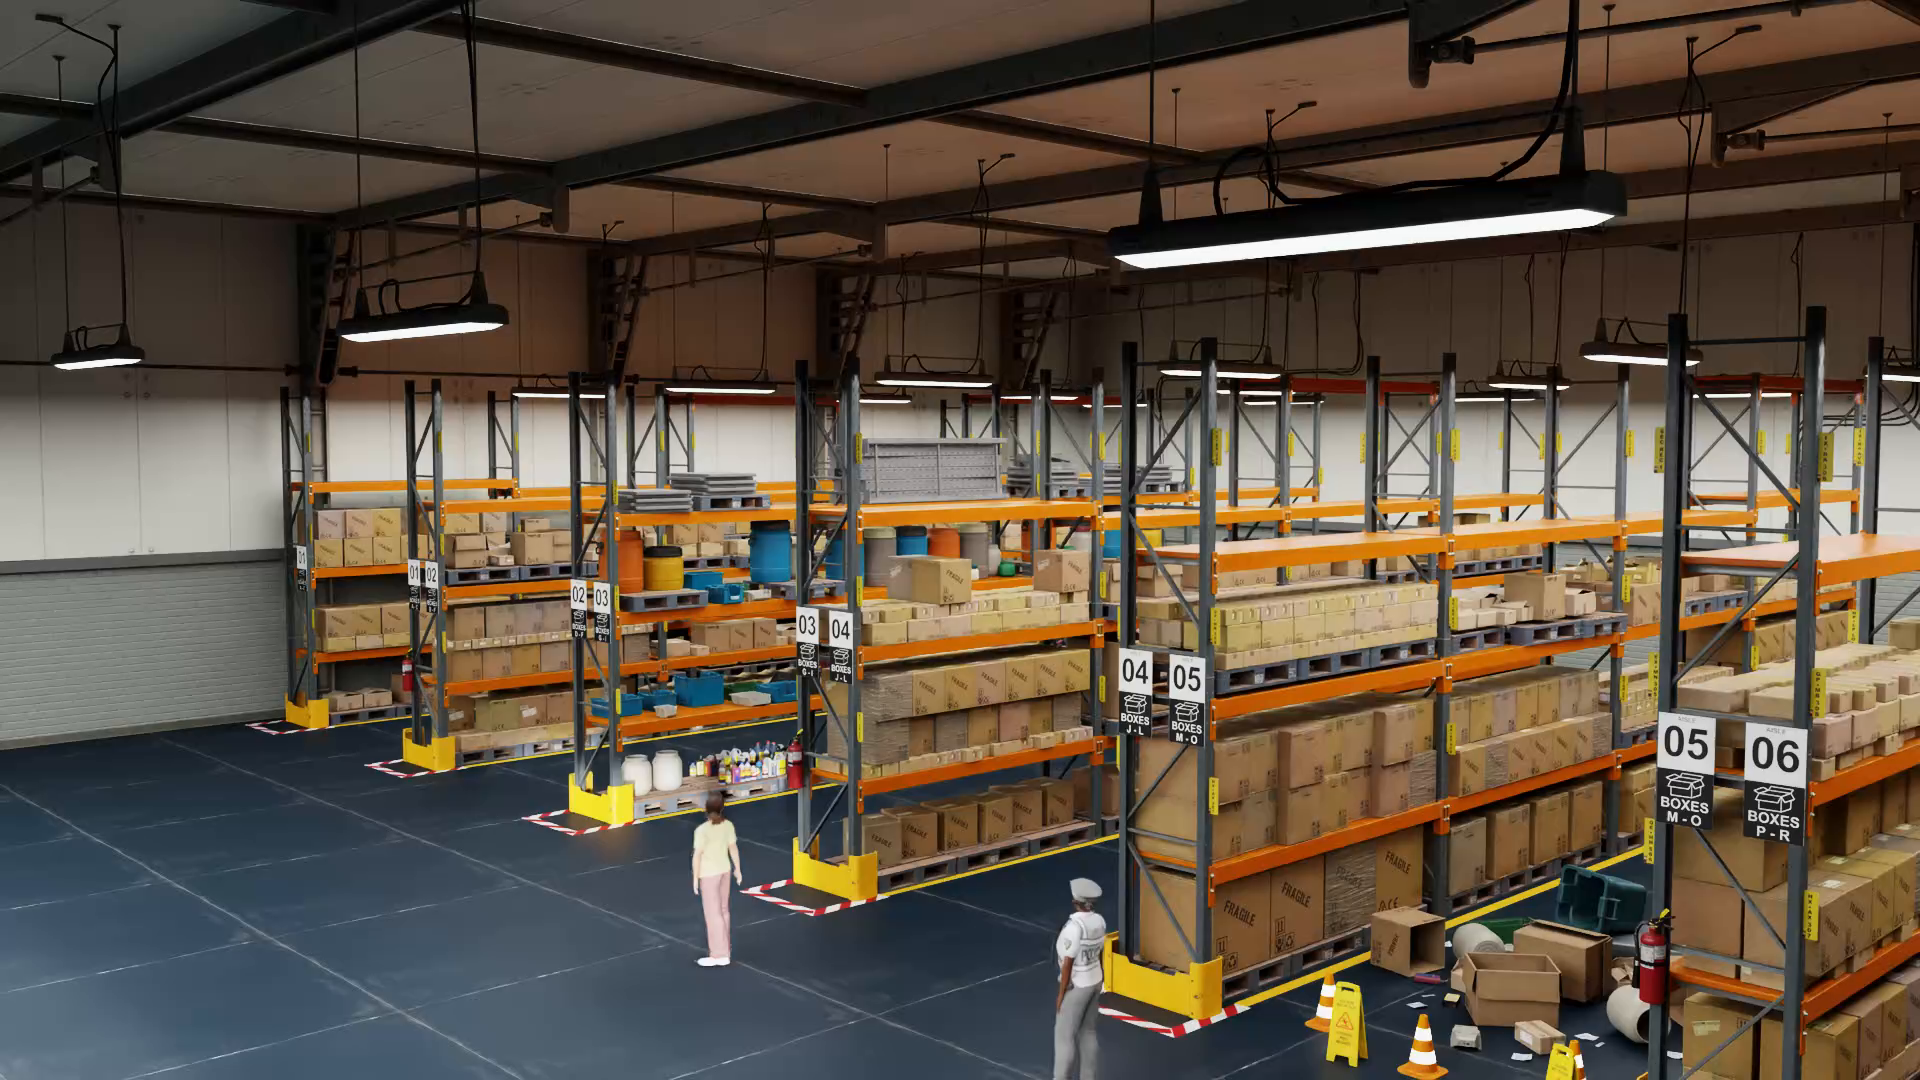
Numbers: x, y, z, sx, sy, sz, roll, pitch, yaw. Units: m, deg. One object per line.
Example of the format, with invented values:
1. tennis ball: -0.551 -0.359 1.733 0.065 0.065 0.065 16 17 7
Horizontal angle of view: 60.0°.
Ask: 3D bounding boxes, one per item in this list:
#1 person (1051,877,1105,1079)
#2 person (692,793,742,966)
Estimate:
1. person: 0.876 3.496 12.992 0.446 1.693 0.534 2 4 27
2. person: -2.375 3.289 16.211 0.407 1.676 0.542 2 4 33
